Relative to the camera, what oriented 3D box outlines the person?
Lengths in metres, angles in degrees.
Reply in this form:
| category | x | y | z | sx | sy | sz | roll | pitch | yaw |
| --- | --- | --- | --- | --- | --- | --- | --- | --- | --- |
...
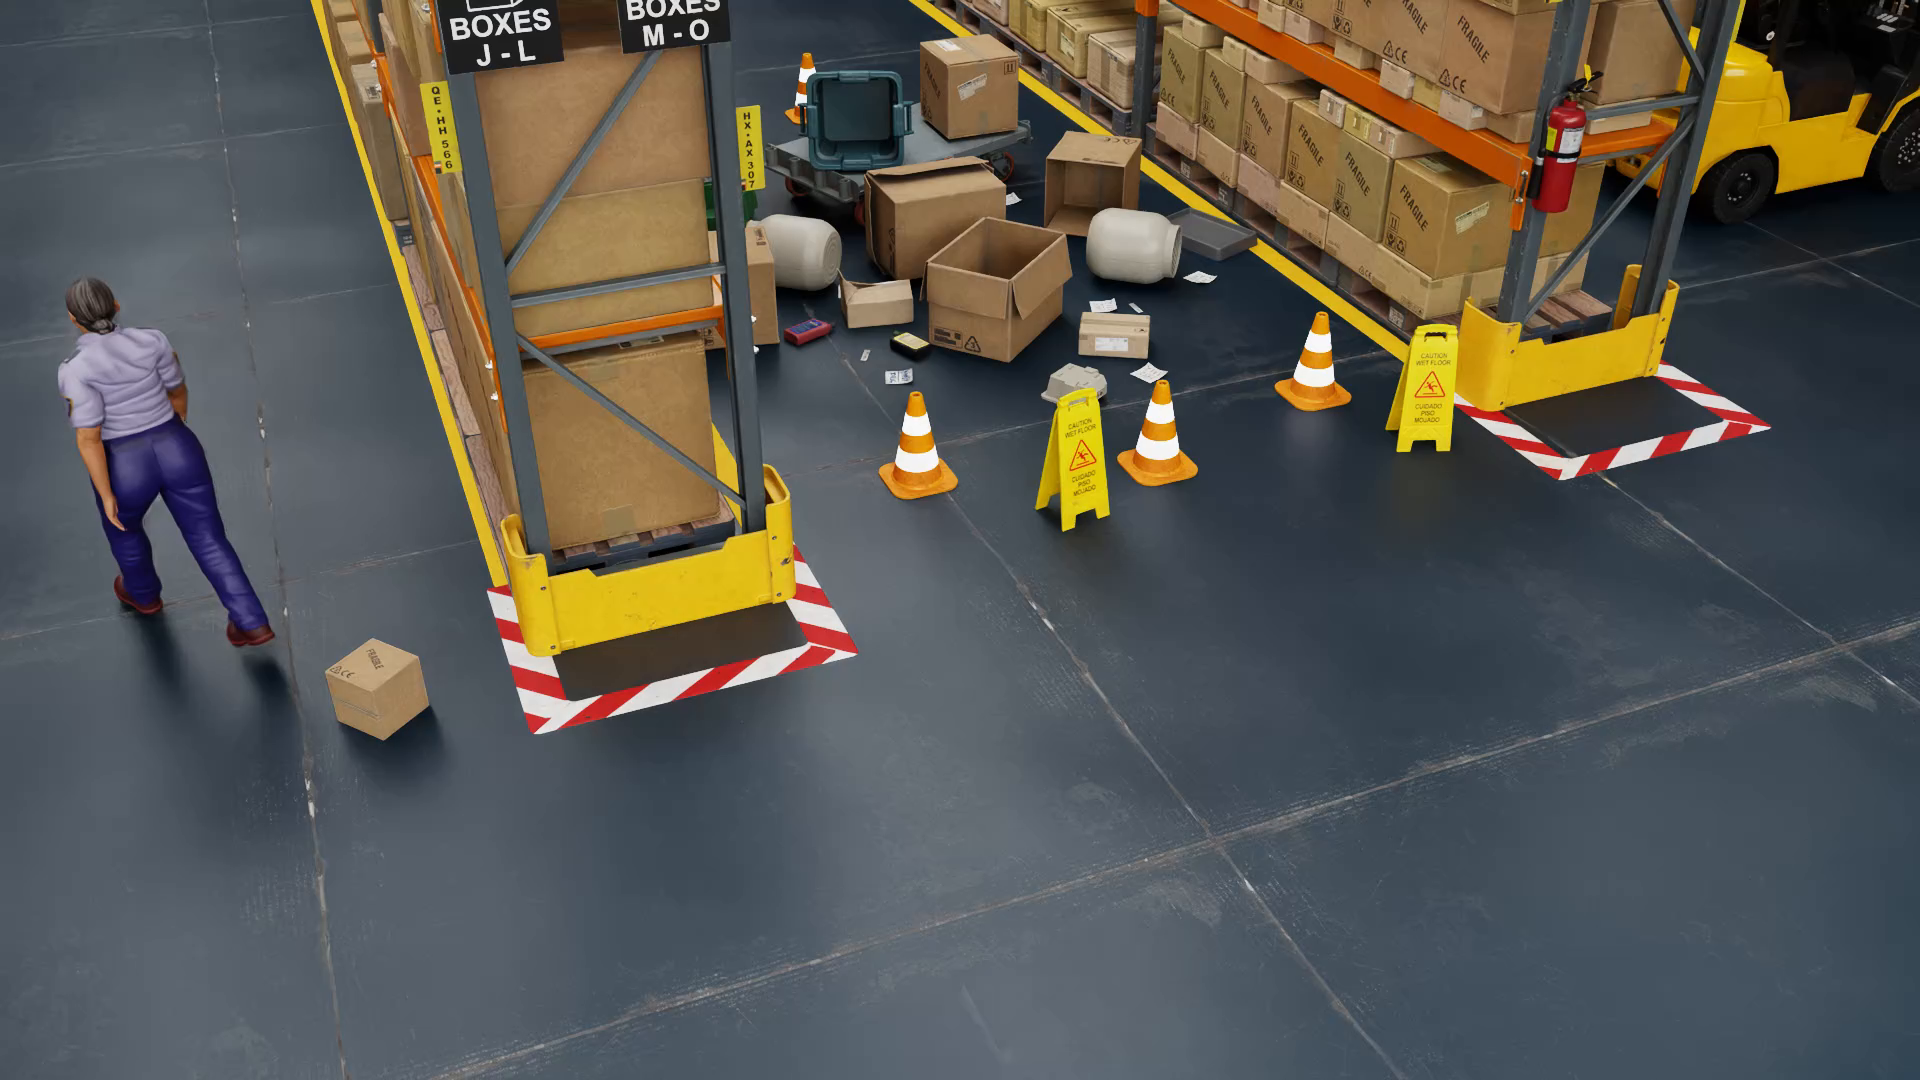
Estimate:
| category | x | y | z | sx | sy | sz | roll | pitch | yaw |
| --- | --- | --- | --- | --- | --- | --- | --- | --- | --- |
| person | -3.226 | -0.307 | 6.612 | 0.475 | 1.594 | 1.005 | -29 | 43 | -36 |
